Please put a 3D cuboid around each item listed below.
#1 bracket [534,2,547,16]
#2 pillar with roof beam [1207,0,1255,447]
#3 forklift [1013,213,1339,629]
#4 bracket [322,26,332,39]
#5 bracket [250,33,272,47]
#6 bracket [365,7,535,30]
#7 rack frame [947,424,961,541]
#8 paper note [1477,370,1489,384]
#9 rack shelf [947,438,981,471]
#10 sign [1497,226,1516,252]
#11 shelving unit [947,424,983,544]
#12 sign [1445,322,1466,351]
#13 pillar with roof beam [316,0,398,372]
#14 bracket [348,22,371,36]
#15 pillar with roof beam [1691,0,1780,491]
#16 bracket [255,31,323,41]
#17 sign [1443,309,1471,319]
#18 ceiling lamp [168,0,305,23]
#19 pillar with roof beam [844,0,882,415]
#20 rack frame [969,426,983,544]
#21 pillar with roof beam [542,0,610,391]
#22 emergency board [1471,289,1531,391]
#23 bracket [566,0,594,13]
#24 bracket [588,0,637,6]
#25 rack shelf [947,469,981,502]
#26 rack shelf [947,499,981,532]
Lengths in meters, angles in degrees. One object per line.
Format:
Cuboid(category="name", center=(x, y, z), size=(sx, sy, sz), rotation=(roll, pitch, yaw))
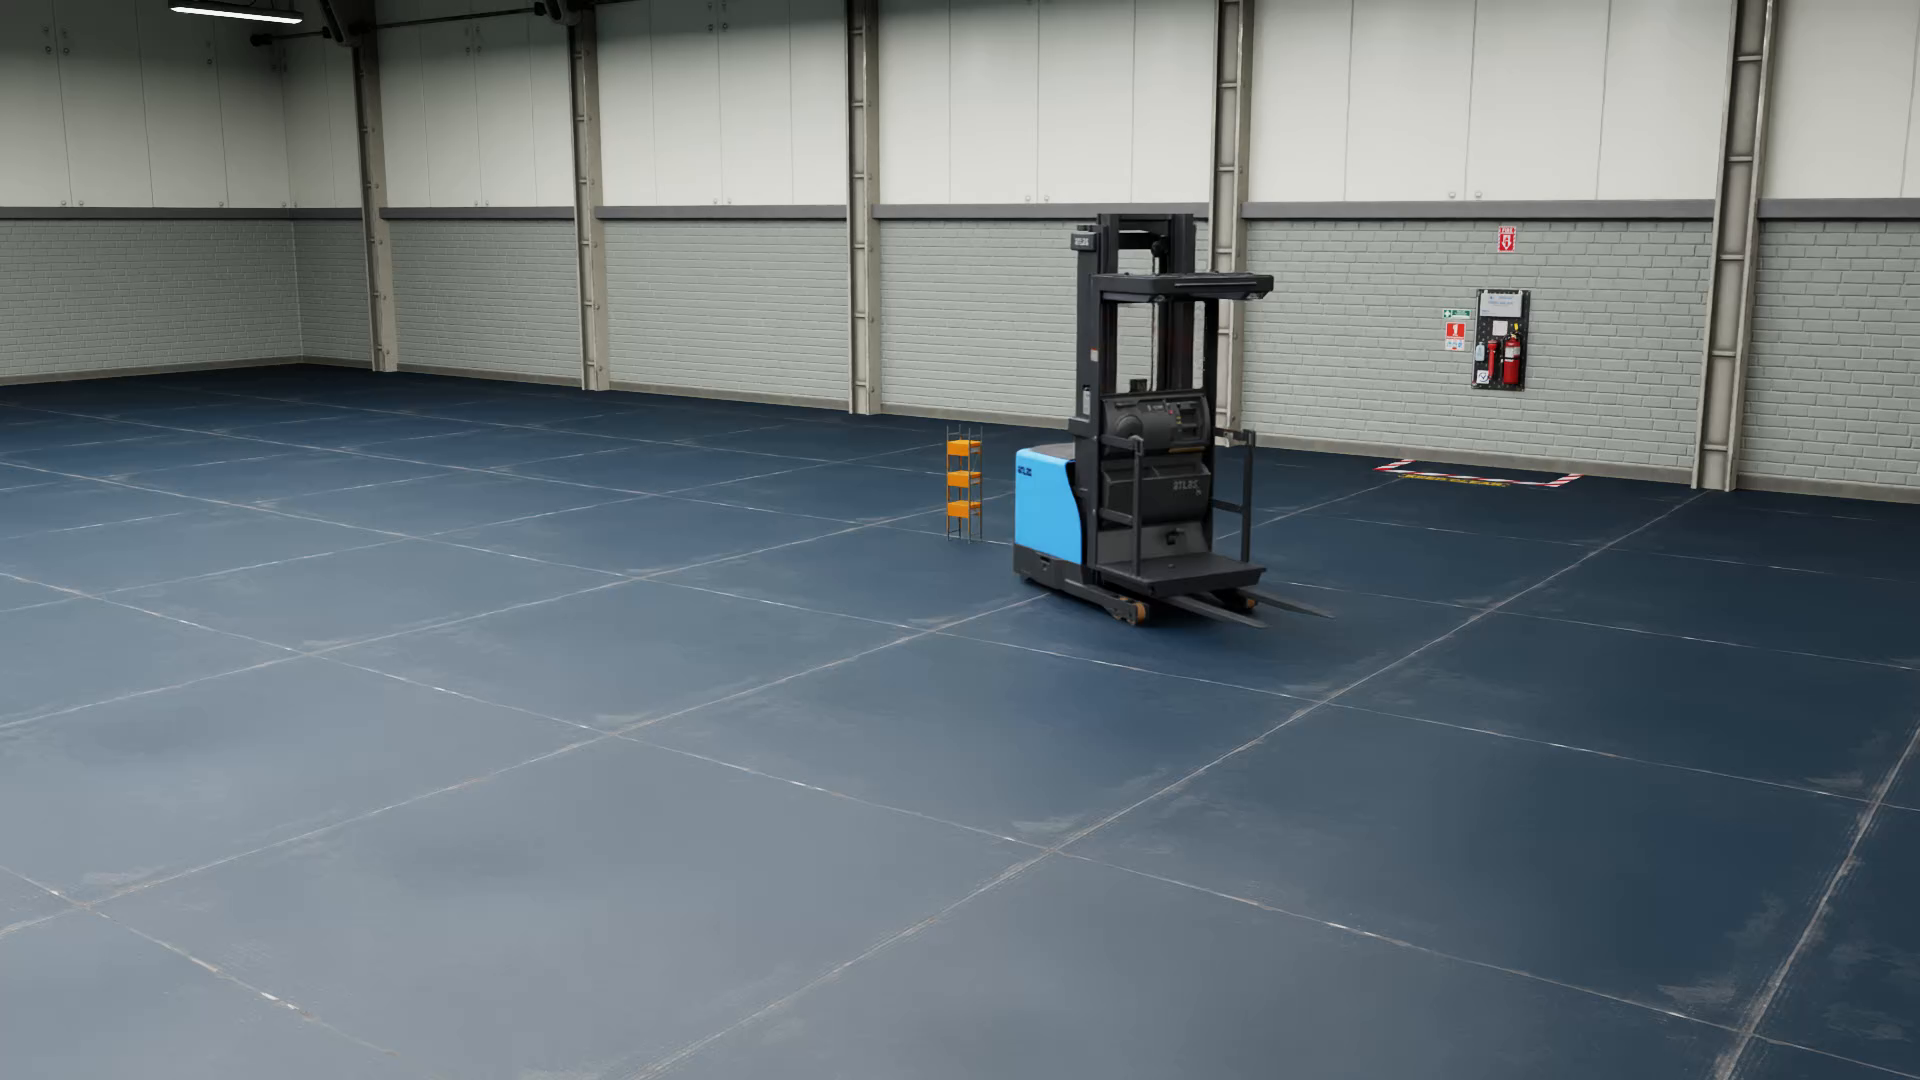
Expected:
Cuboid(category="bracket", center=(-6.810, -8.770, 27.416), size=(0.430, 0.232, 0.235), rotation=(8, 13, 36))
Cuboid(category="pillar with roof beam", center=(0.858, -5.003, 17.417), size=(0.400, 9.000, 9.100), rotation=(8, 13, 36))
Cuboid(category="forklift", center=(1.581, -0.918, 12.281), size=(1.130, 2.935, 3.031), rotation=(-6, 12, -28))
Cuboid(category="bracket", center=(-11.646, -9.445, 30.902), size=(0.430, 0.232, 0.235), rotation=(8, 13, 36))
Cuboid(category="bracket", center=(-13.557, -9.711, 32.280), size=(0.430, 0.232, 0.235), rotation=(8, 13, 36))
Cuboid(category="bracket", center=(-8.901, -9.062, 28.923), size=(4.783, 0.066, 0.076), rotation=(8, 13, 36))
Cuboid(category="rack frame", center=(-0.055, -0.523, 15.190), size=(0.008, 1.050, 0.200), rotation=(8, 13, 36))
Cuboid(category="paper note", center=(6.171, -1.923, 19.614), size=(0.142, 0.148, 0.016), rotation=(8, 13, 36))
Cuboid(category="rack shelf", center=(0.043, -0.778, 15.067), size=(0.240, 0.259, 0.215), rotation=(8, 13, 36))
Cuboid(category="sign", center=(6.326, -3.480, 19.236), size=(0.199, 0.298, 0.001), rotation=(8, 13, 36))
Cuboid(category="shelving unit", center=(0.043, -0.509, 15.119), size=(0.252, 1.050, 0.215), rotation=(8, 13, 36))
Cuboid(category="sign", center=(5.889, -2.421, 19.772), size=(0.234, 0.329, 0.001), rotation=(8, 13, 36))
Cuboid(category="pillar with roof beam", center=(-13.650, -7.026, 27.877), size=(0.548, 9.000, 9.100), rotation=(8, 13, 36))
Cuboid(category="bracket", center=(-10.977, -9.352, 30.420), size=(0.430, 0.232, 0.235), rotation=(8, 13, 36))
Cuboid(category="pillar with roof beam", center=(5.694, -4.328, 13.930), size=(0.400, 9.000, 9.100), rotation=(8, 13, 36))
Cuboid(category="bracket", center=(-13.080, -9.645, 31.936), size=(3.189, 0.066, 0.076), rotation=(8, 13, 36))
Cuboid(category="sign", center=(5.887, -2.679, 19.712), size=(0.331, 0.109, 0.001), rotation=(8, 13, 36))
Cuboid(category="ceiling lamp", center=(-10.923, -9.357, 24.559), size=(0.800, 3.185, 2.000), rotation=(8, 13, 36))
Cuboid(category="pillar with roof beam", center=(-3.978, -5.677, 20.904), size=(0.400, 9.000, 9.100), rotation=(8, 13, 36))
Cuboid(category="rack frame", center=(0.141, -0.496, 15.048), size=(0.008, 1.050, 0.200), rotation=(8, 13, 36))
Cuboid(category="pillar with roof beam", center=(-8.814, -6.352, 24.391), size=(0.548, 9.000, 9.100), rotation=(8, 13, 36))
Cuboid(category="emergency board", center=(6.273, -2.325, 19.373), size=(0.643, 1.169, 0.194), rotation=(8, 13, 36))
Cuboid(category="bracket", center=(-6.141, -8.677, 26.933), size=(0.430, 0.232, 0.235), rotation=(8, 13, 36))
Cuboid(category="bracket", center=(-4.065, -8.387, 25.436), size=(4.783, 0.066, 0.076), rotation=(8, 13, 36))
Cuboid(category="rack shelf", center=(0.043, -0.499, 15.121), size=(0.240, 0.259, 0.215), rotation=(8, 13, 36))
Cuboid(category="rack shelf", center=(0.043, -0.226, 15.174), size=(0.240, 0.259, 0.215), rotation=(8, 13, 36))
